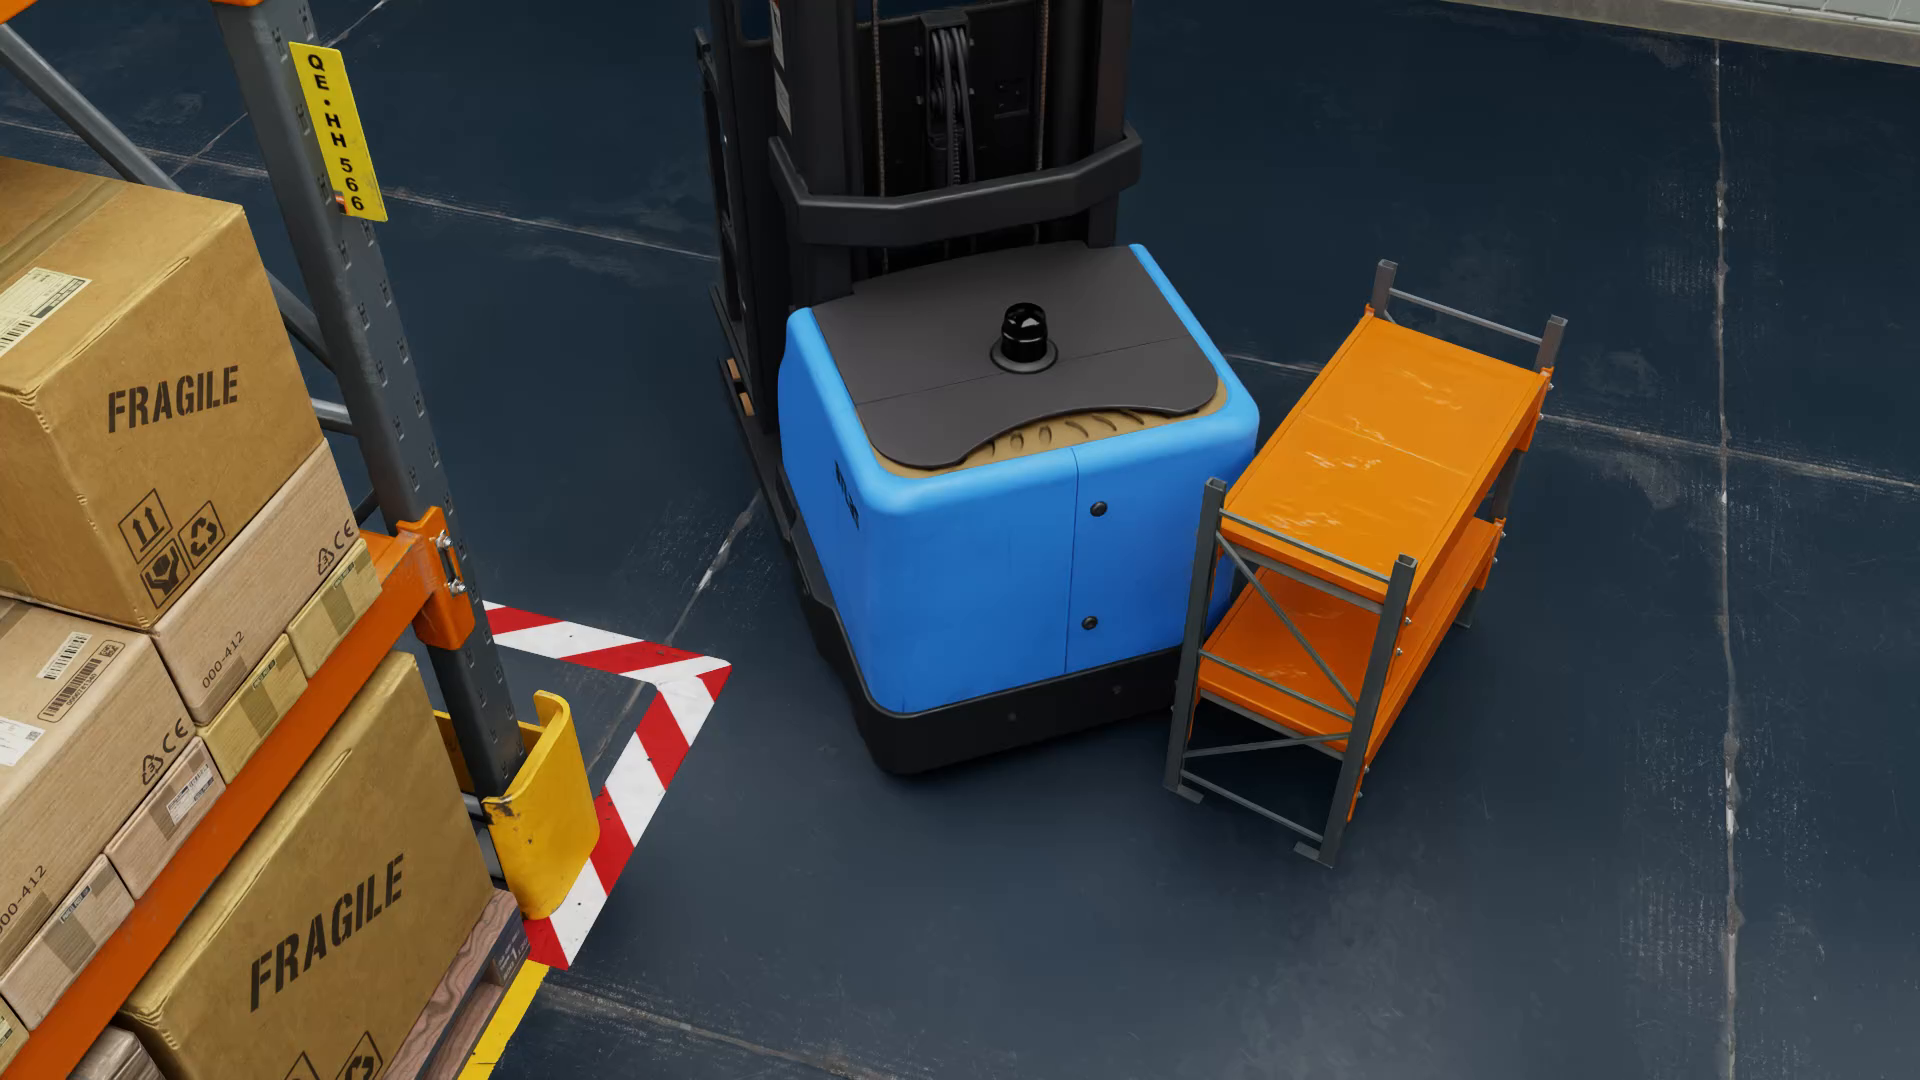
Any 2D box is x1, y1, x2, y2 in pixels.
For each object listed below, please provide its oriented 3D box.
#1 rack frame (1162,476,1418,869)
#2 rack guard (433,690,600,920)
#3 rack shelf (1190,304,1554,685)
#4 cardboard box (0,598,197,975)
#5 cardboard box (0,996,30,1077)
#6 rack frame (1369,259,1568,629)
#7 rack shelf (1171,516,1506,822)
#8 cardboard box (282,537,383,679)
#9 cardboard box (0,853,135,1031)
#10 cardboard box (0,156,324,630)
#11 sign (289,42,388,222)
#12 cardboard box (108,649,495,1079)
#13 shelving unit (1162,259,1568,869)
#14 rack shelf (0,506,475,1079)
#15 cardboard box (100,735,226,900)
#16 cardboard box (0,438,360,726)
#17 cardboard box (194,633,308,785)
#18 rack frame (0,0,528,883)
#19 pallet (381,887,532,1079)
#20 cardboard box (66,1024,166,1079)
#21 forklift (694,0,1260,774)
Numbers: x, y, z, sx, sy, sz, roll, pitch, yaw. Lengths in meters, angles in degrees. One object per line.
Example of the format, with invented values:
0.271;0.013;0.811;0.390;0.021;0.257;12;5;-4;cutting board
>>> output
0.774;0.360;4.078;0.500;1.125;0.032;24;49;23;rack frame
-1.555;0.568;4.312;1.175;0.500;0.348;13;46;13;rack guard
1.047;-0.149;4.180;0.538;0.278;1.000;24;49;23;rack shelf
-1.610;0.356;2.637;0.500;0.250;0.500;12;46;12;cardboard box
-1.664;0.769;2.499;0.380;0.149;0.250;12;46;12;cardboard box
1.321;-0.240;4.691;0.500;1.125;0.032;24;49;23;rack frame
1.047;0.235;4.555;0.538;0.278;1.000;24;49;23;rack shelf
-1.356;0.088;3.195;0.380;0.149;0.250;13;46;13;cardboard box
-1.587;0.596;2.676;0.380;0.149;0.250;13;46;13;cardboard box
-1.459;-0.249;2.718;0.500;0.500;0.500;13;46;13;cardboard box
-1.049;-0.683;2.806;0.100;0.325;0.005;13;46;13;sign
-1.680;0.744;3.564;0.875;0.875;0.875;13;46;13;cardboard box
1.047;0.060;4.384;0.538;1.125;1.048;24;49;23;shelving unit
-2.168;1.281;2.310;1.077;0.370;4.000;13;46;13;rack shelf
-1.511;0.429;2.846;0.380;0.149;0.250;13;46;13;cardboard box
-1.456;0.018;2.982;0.500;0.250;0.500;12;46;12;cardboard box
-1.433;0.262;3.018;0.380;0.149;0.250;13;46;13;cardboard box
-1.562;-0.309;3.421;1.000;3.000;0.127;13;46;13;rack frame
-1.730;1.237;3.835;1.003;0.211;1.213;13;46;13;pallet
-1.955;1.350;2.944;0.875;0.875;0.875;13;46;13;cardboard box
-0.190;-1.463;4.650;1.130;2.935;3.031;-13;46;-13;forklift
